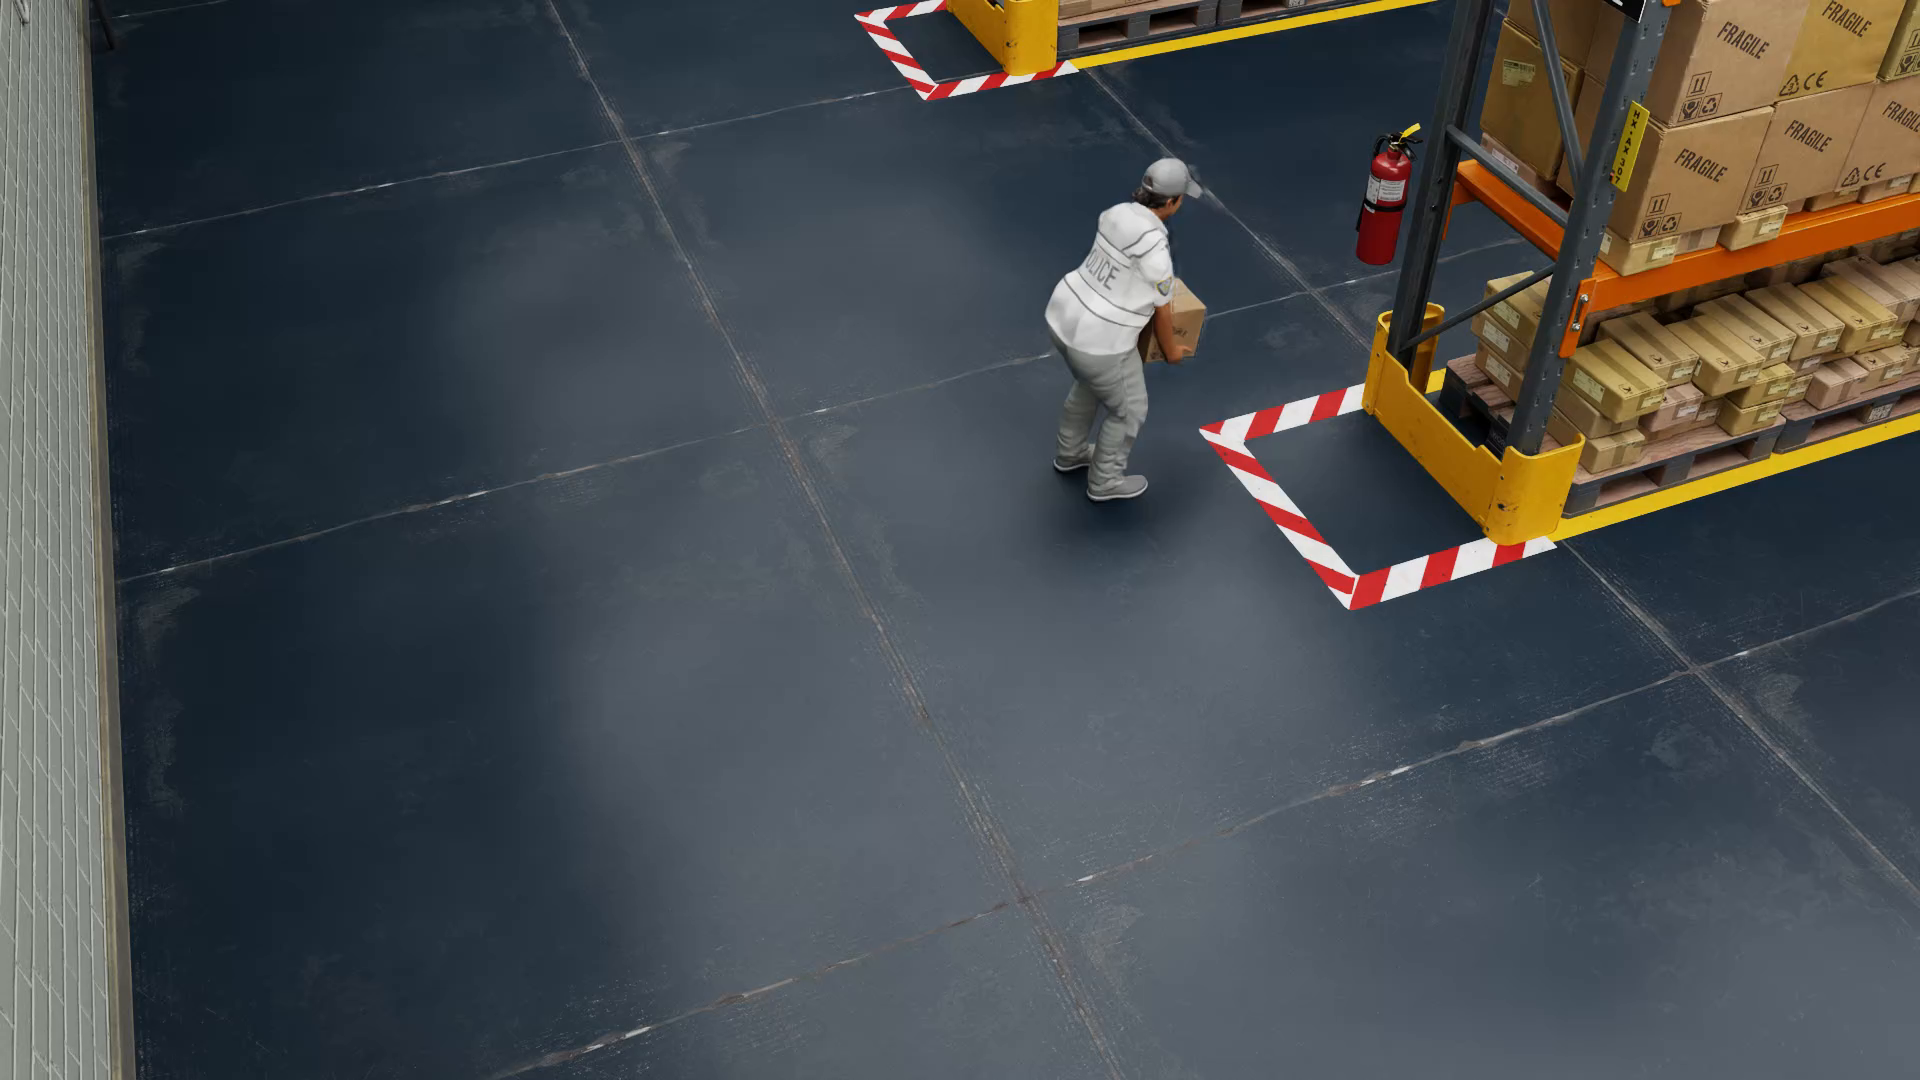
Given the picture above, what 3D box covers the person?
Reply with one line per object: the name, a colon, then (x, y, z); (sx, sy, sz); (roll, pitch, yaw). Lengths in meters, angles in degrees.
person: (0.711, -0.899, 7.217); (0.633, 1.594, 0.452); (-16, 44, -17)
